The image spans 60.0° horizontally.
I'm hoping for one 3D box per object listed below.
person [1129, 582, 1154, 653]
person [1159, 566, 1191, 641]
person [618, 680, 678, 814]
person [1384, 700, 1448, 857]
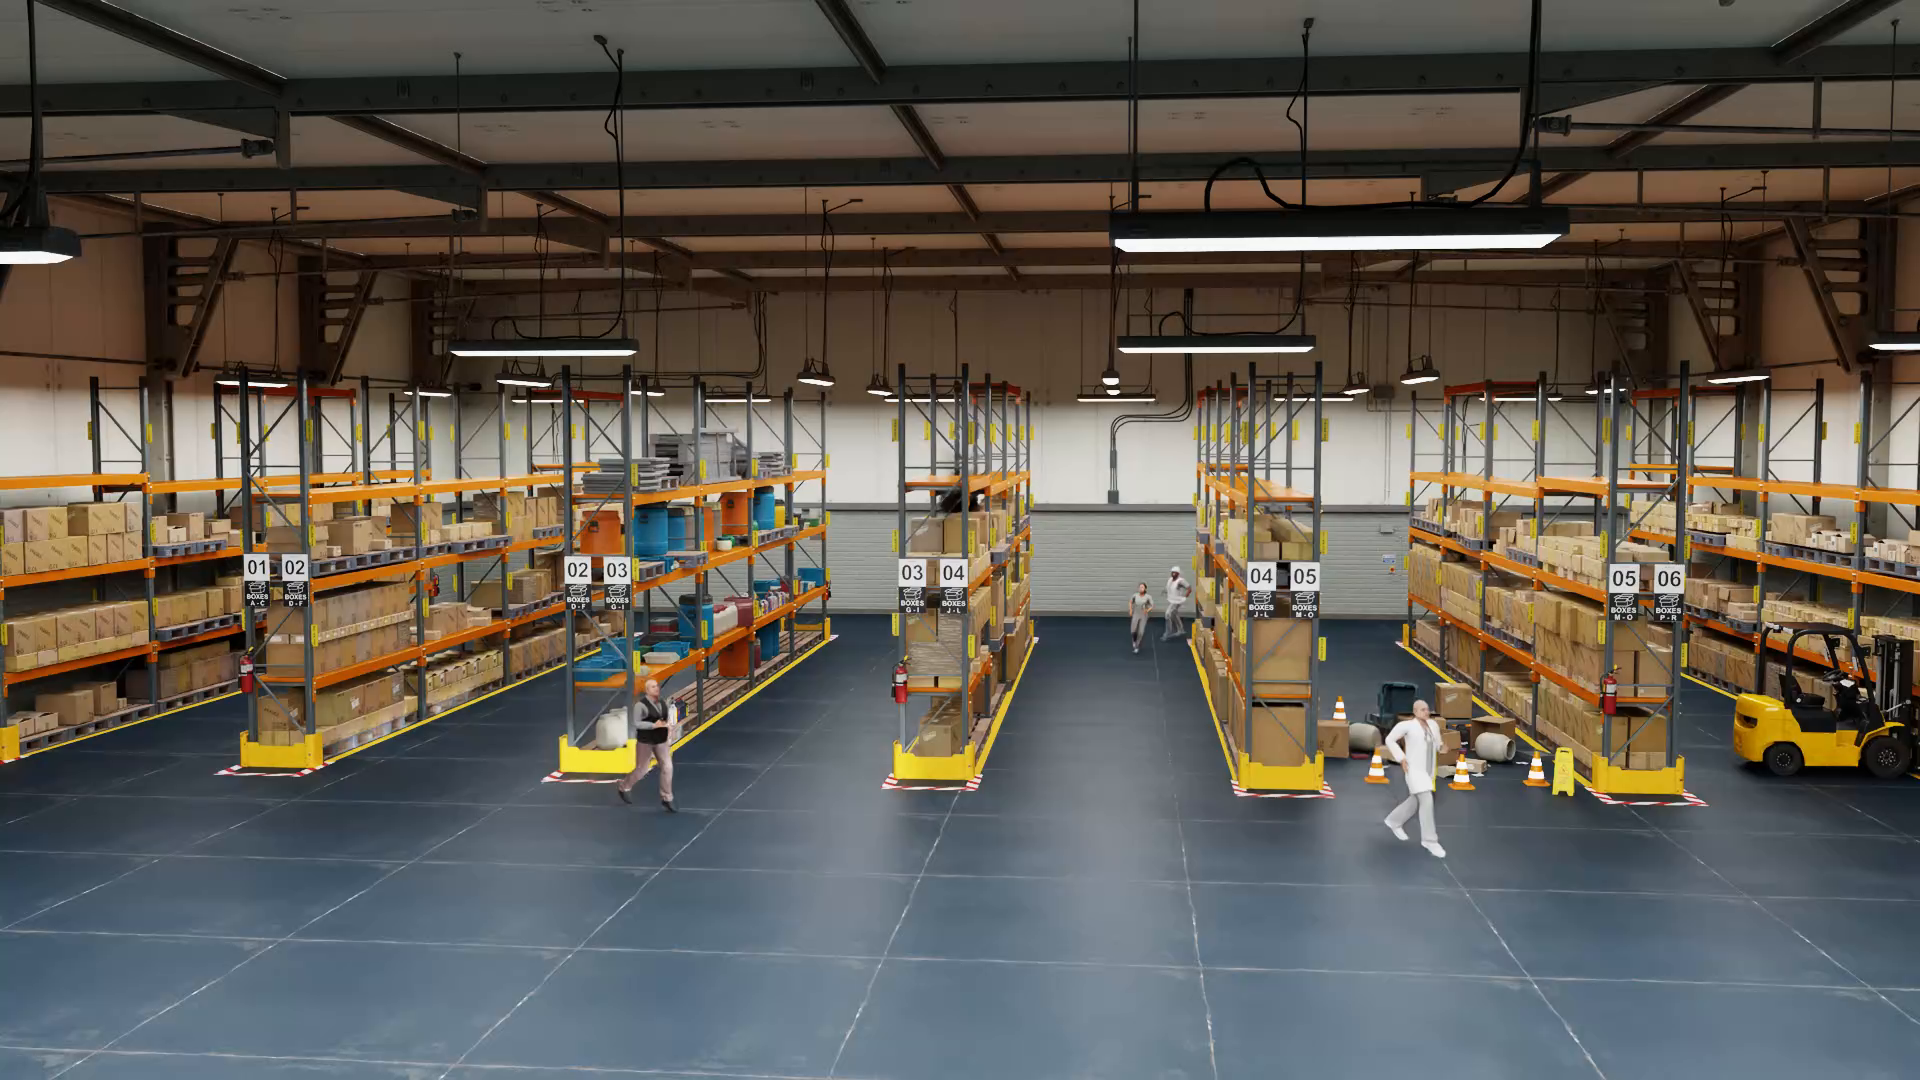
[{"bbox_3d":[4.128,1.772,37.898,0.601,1.606,0.515,1,4,15],"label":"person"},{"bbox_3d":[5.210,1.543,40.184,0.772,1.833,0.729,-1,4,-21],"label":"person"},{"bbox_3d":[-4.128,2.724,22.114,0.939,1.757,0.664,3,5,41],"label":"person"},{"bbox_3d":[5.534,2.822,20.054,0.680,1.814,0.980,-2,4,-34],"label":"person"}]
